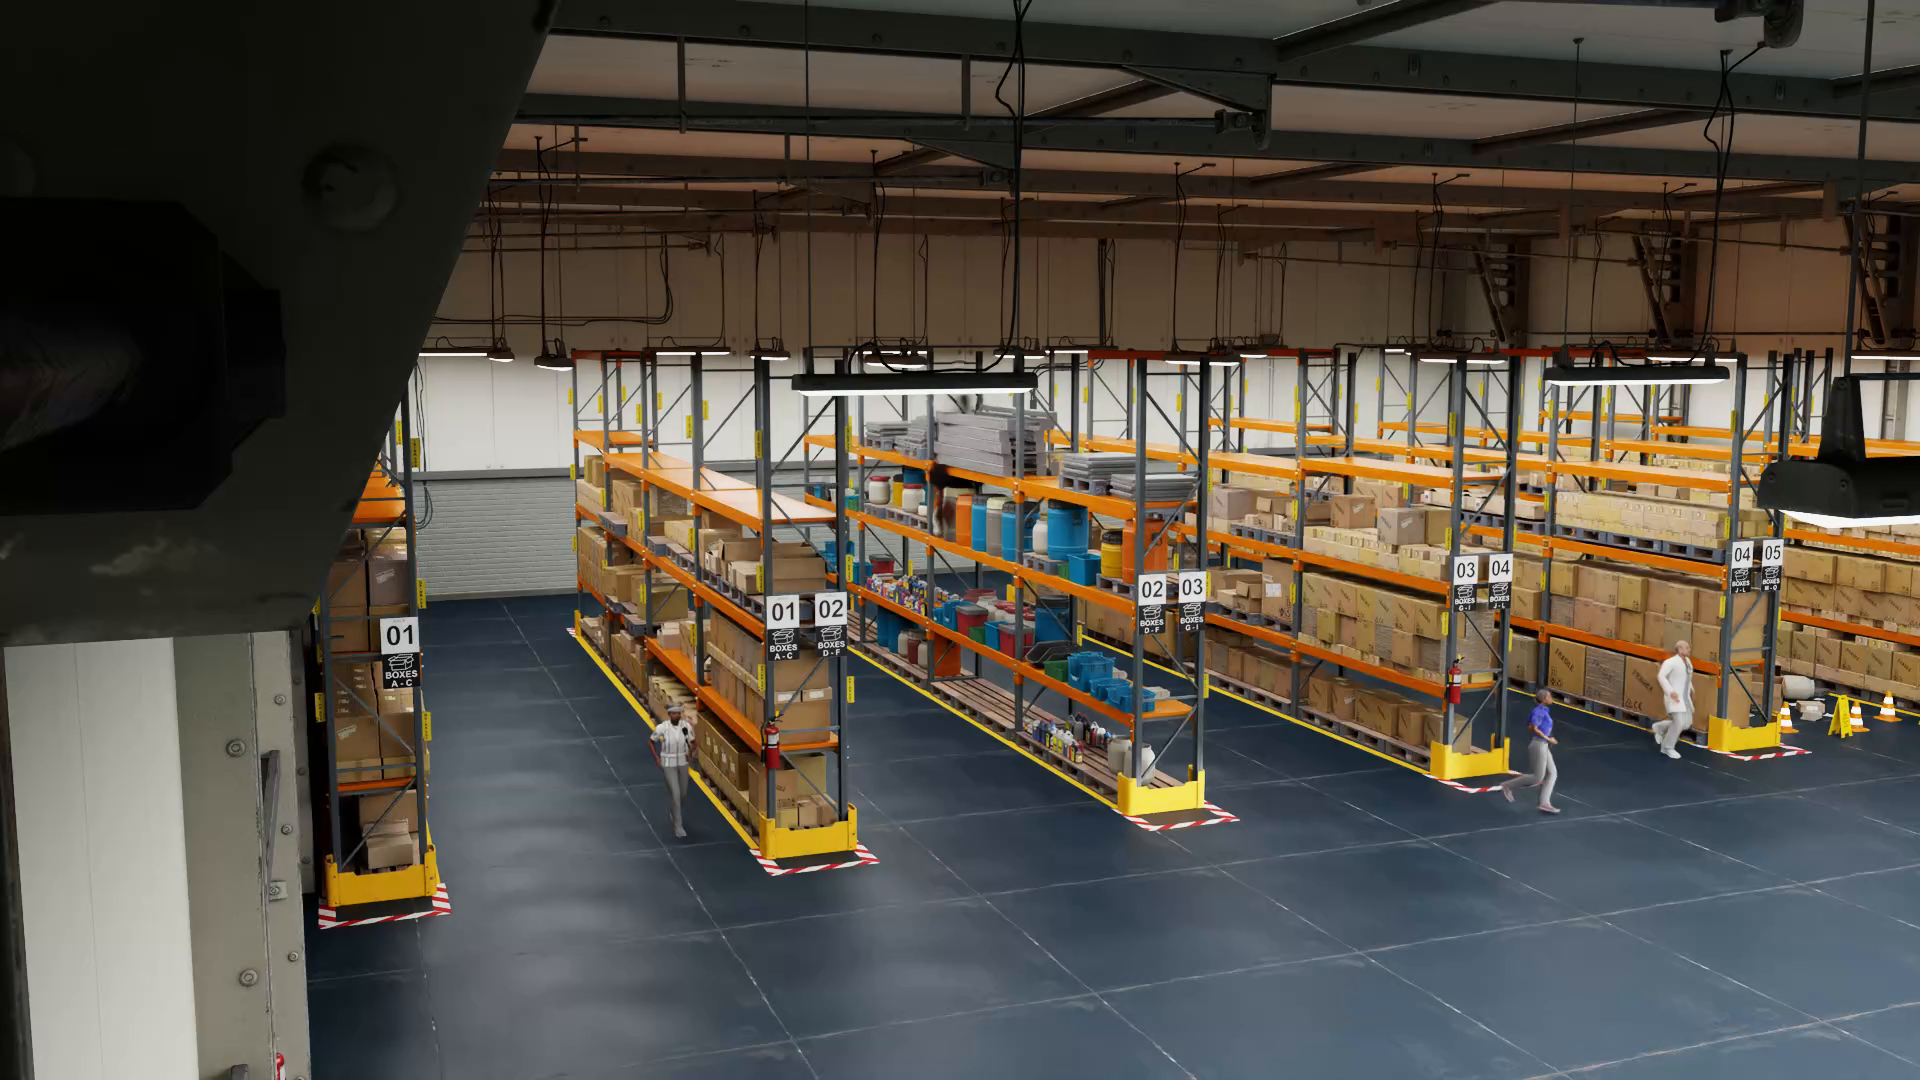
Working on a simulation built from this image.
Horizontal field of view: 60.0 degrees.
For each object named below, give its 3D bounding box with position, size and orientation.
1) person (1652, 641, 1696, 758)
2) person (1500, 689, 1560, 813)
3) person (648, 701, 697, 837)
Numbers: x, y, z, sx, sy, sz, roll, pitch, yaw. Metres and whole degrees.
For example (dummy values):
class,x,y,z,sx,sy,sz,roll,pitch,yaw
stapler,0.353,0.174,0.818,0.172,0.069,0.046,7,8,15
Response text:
class,x,y,z,sx,sy,sz,roll,pitch,yaw
person,10.801,2.376,25.134,0.766,1.723,0.611,-5,8,-33
person,7.685,2.789,22.295,0.768,1.588,0.620,3,8,22
person,-3.643,2.864,21.184,0.597,1.689,0.809,-4,8,-27
